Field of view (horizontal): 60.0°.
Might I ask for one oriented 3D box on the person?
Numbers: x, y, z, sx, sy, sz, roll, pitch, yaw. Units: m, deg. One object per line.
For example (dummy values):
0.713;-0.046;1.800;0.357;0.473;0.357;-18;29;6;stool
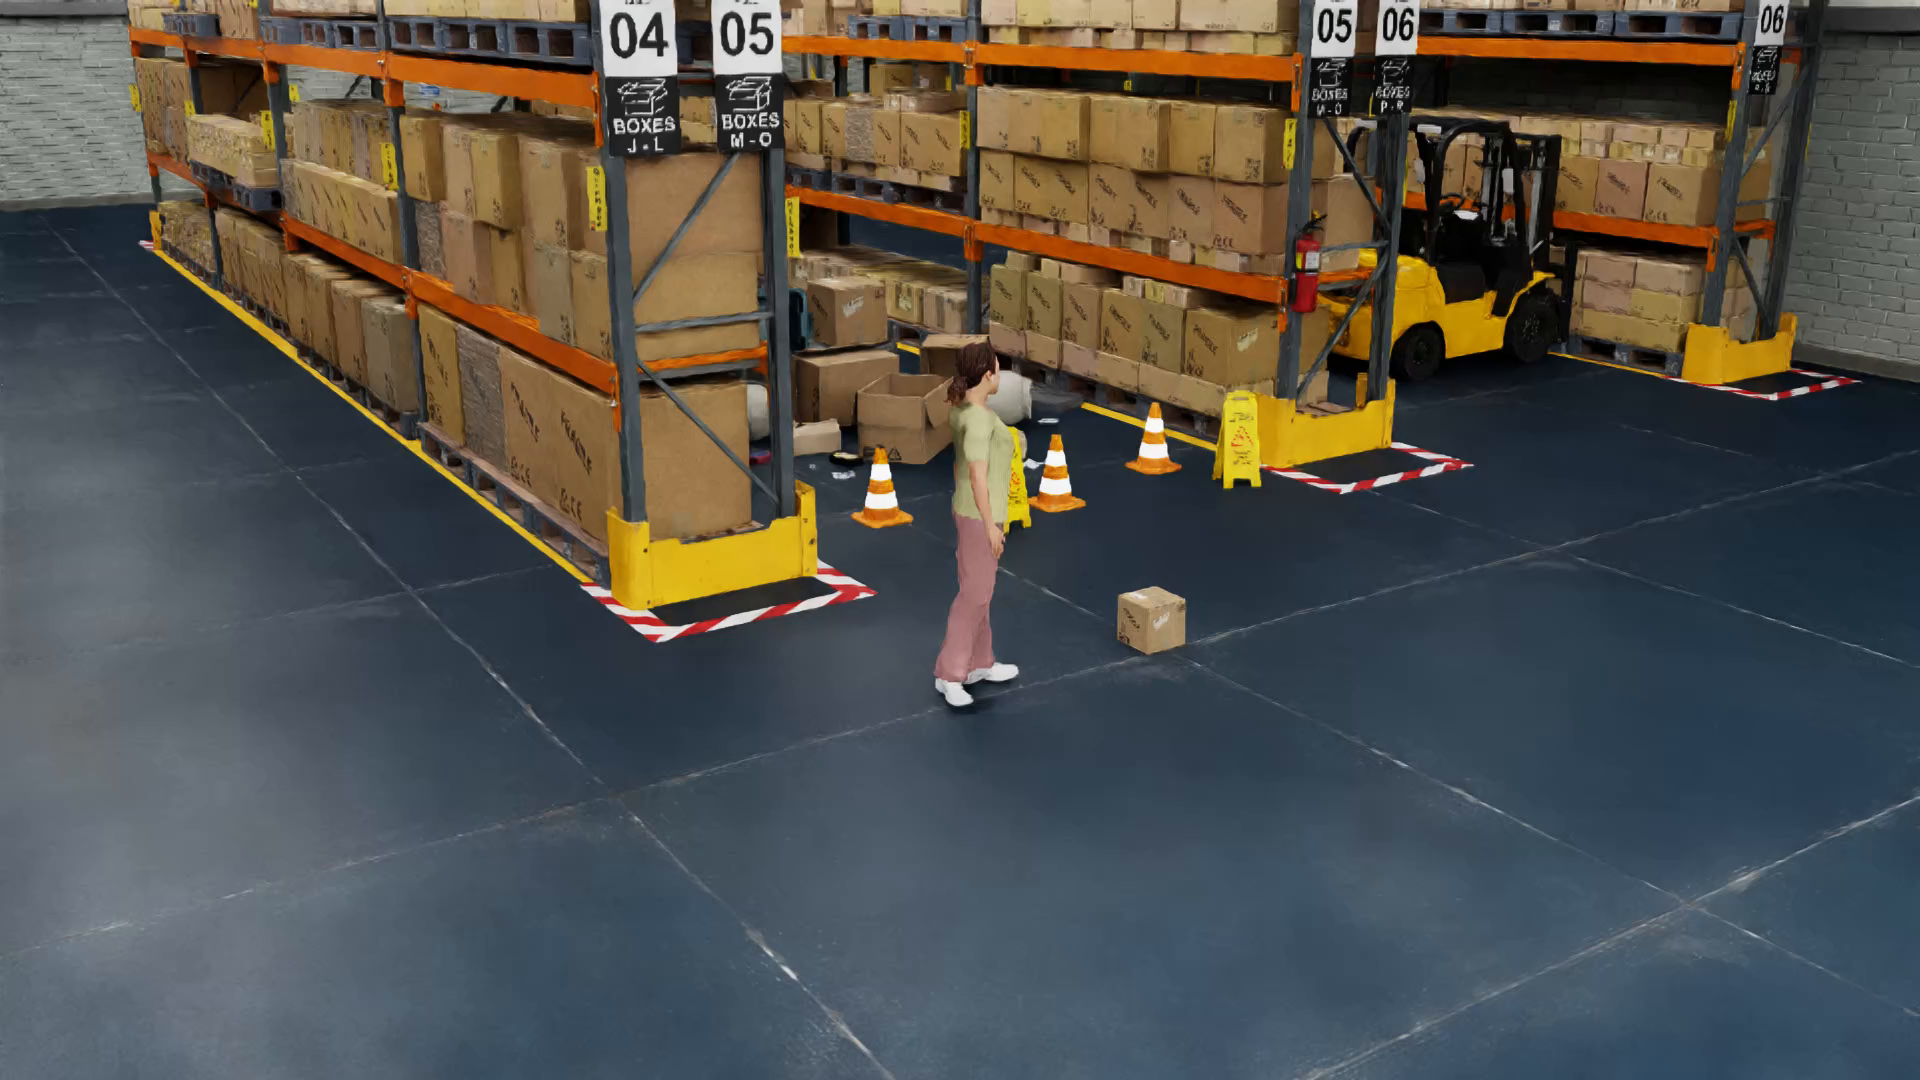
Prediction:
0.080;-0.079;7.802;0.435;1.644;0.609;-2;18;-7;person
